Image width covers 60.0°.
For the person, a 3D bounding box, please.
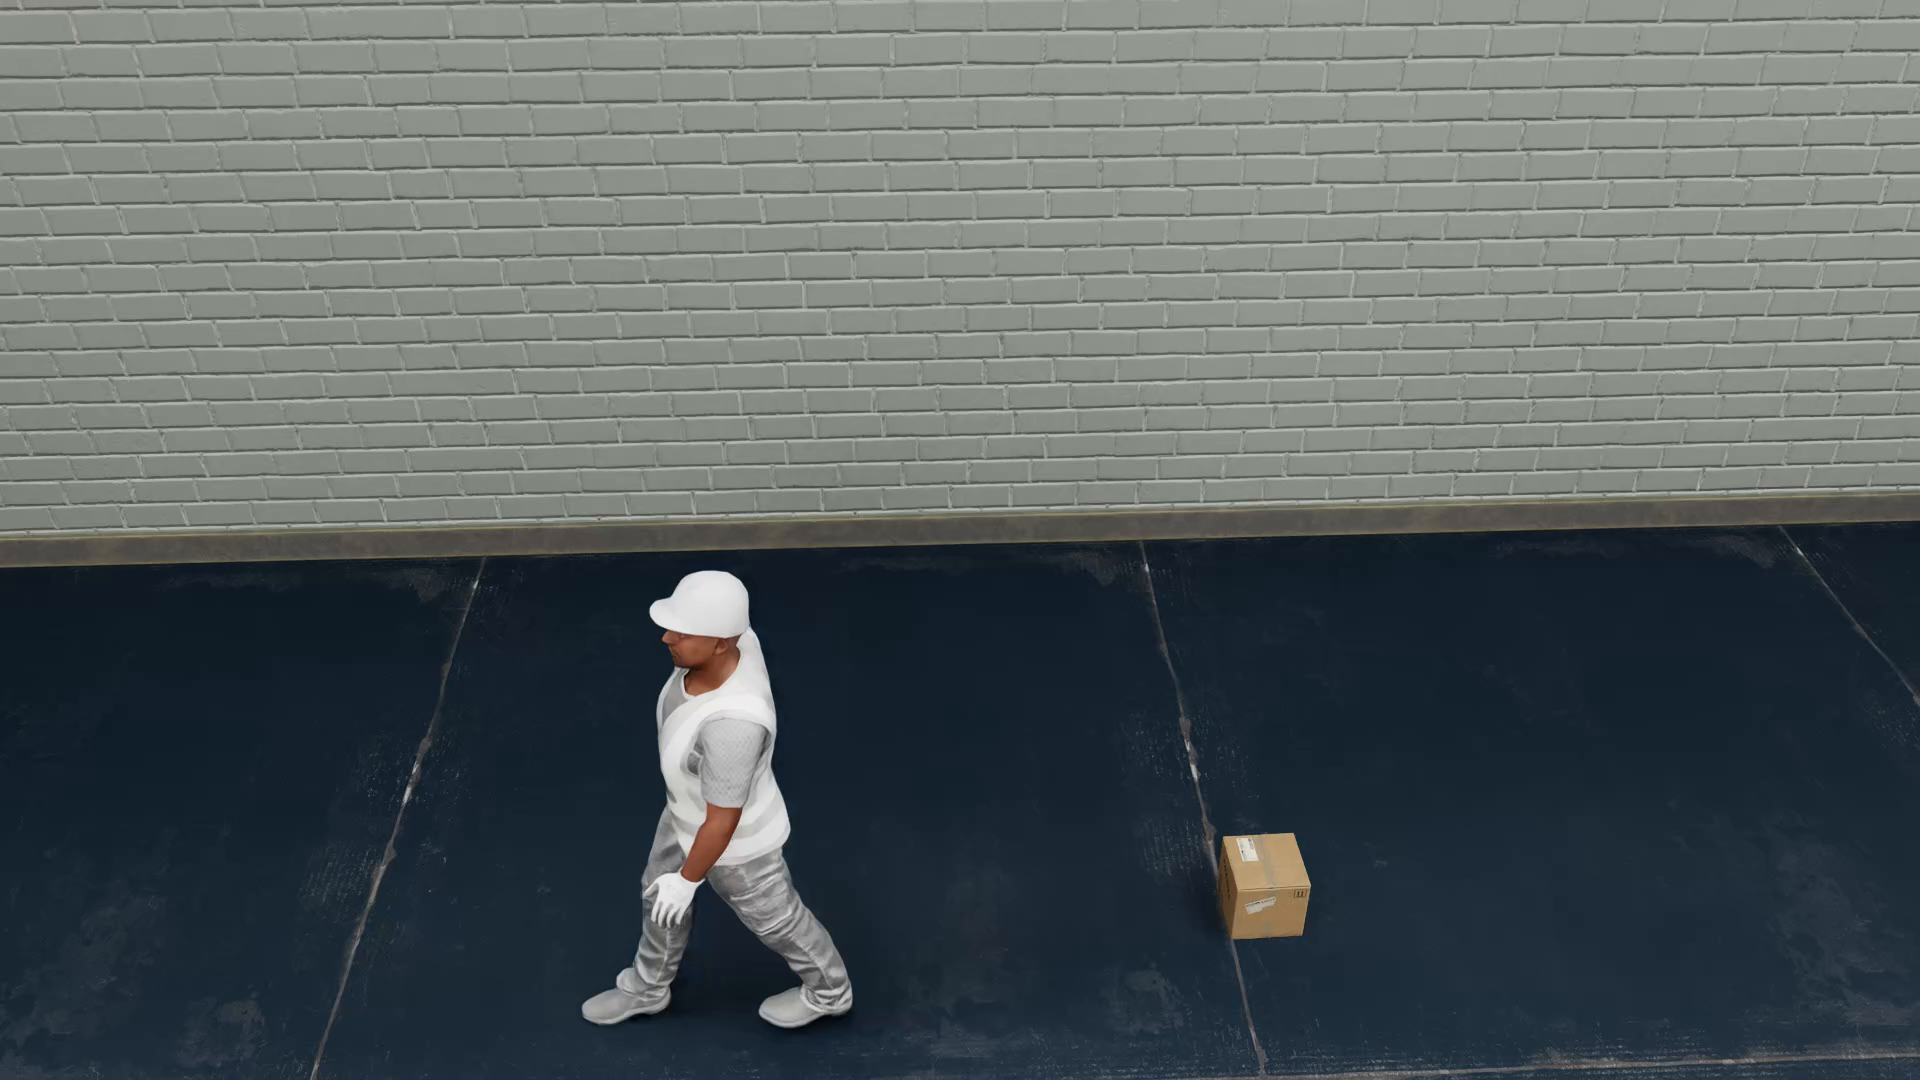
[{"bbox_3d":[-0.778,0.845,4.909,0.853,1.787,0.608,-11,36,-15],"label":"person"}]
